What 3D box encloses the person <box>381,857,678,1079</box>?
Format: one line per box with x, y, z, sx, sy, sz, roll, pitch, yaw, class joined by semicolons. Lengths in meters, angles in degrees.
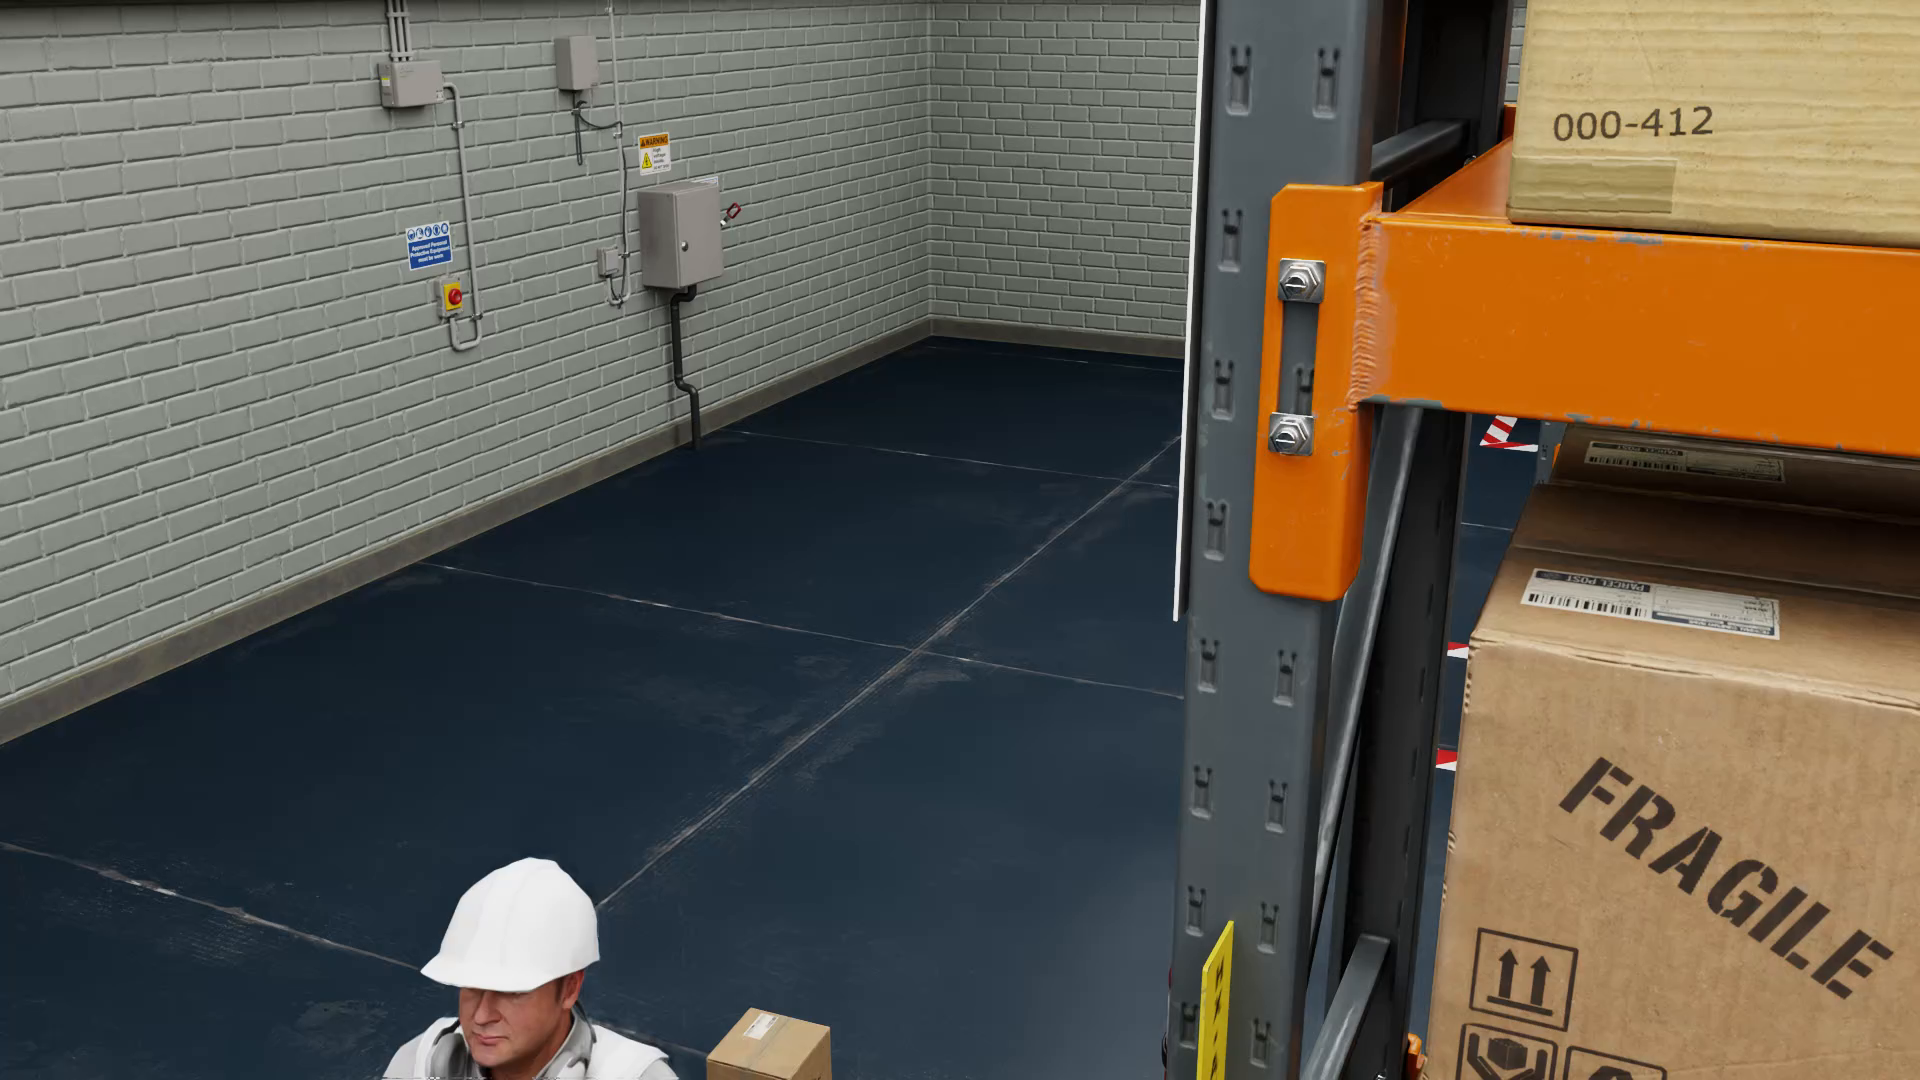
-0.685;1.311;2.703;0.547;1.729;1.012;6;20;16;person
